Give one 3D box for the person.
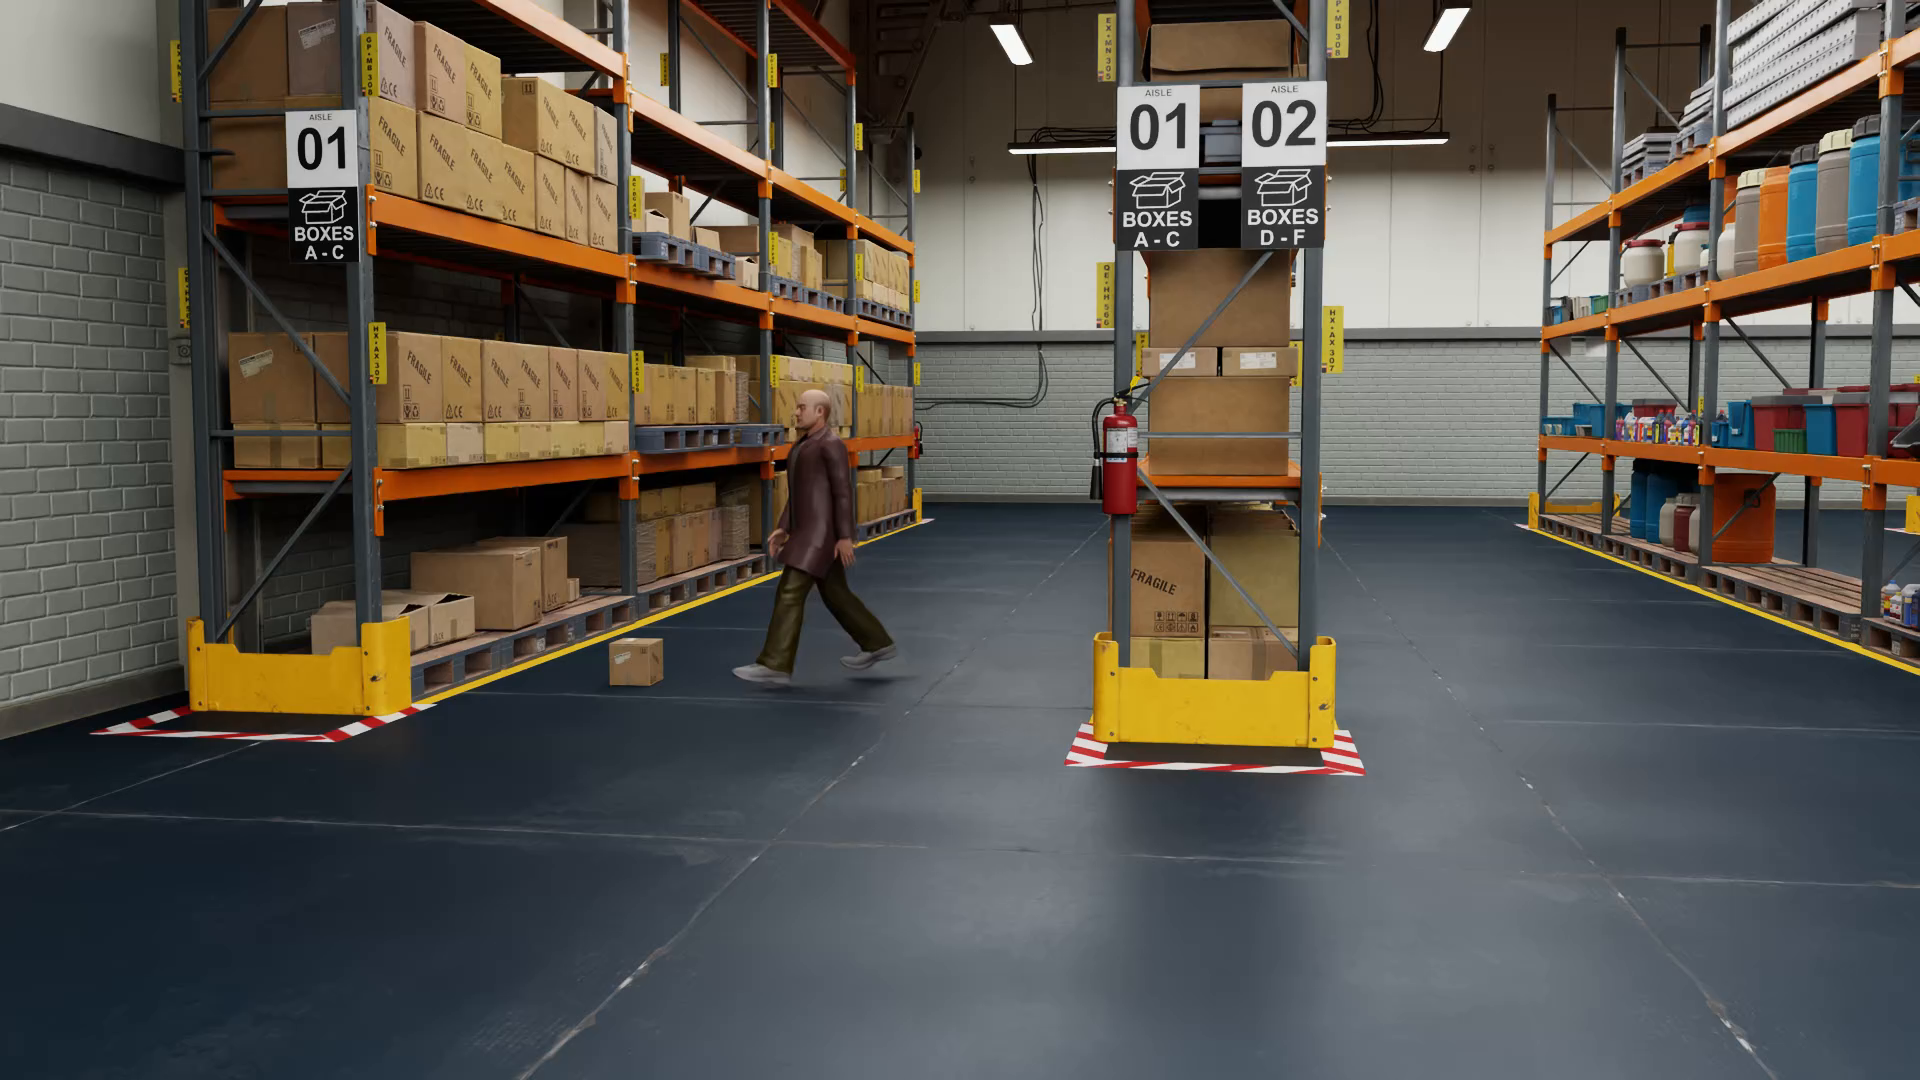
[{"bbox_3d":[-0.873,-0.032,9.977,1.093,1.737,0.581,-2,5,-20],"label":"person"}]
